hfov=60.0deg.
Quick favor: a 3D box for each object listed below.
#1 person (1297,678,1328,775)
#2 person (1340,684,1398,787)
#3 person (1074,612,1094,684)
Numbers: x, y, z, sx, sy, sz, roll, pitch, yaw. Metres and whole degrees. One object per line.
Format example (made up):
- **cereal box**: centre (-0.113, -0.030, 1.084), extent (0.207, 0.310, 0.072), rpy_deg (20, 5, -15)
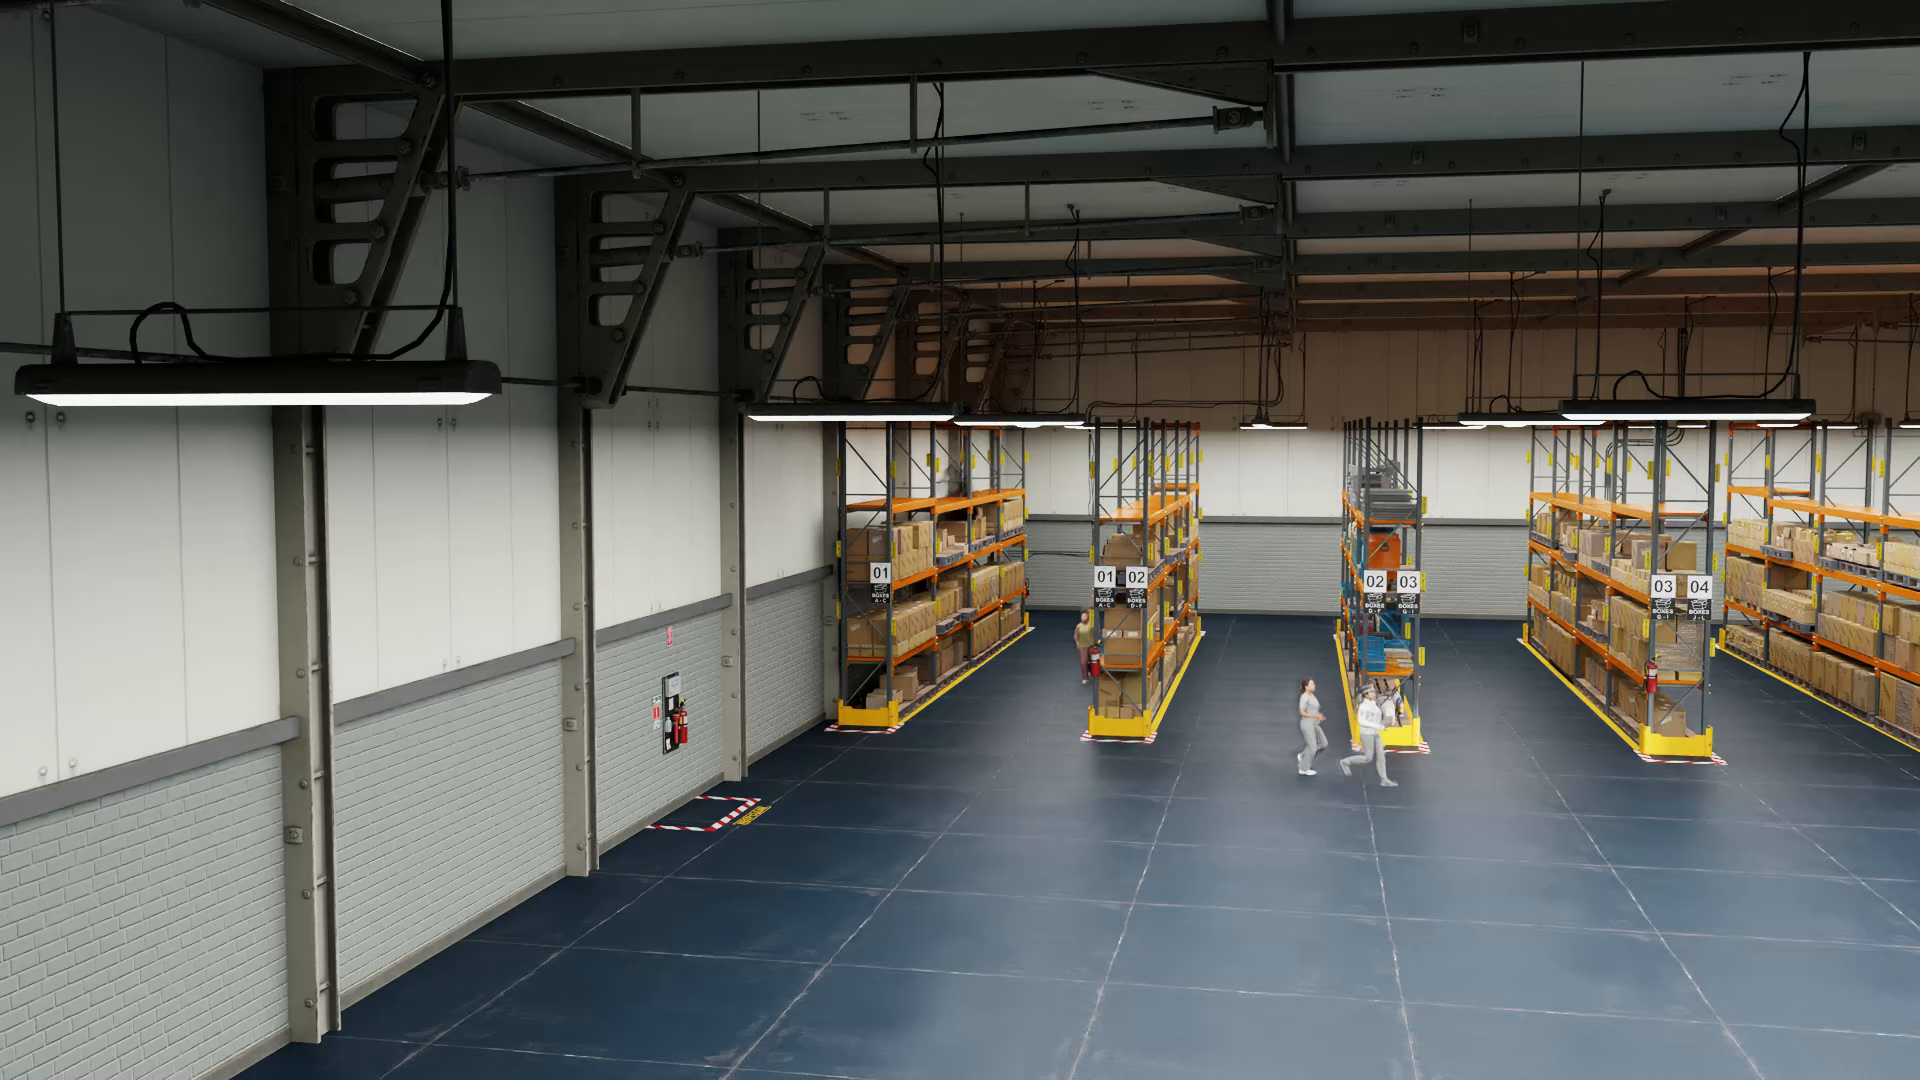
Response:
- **person**: centre (5.871, 3.103, 27.701), extent (0.554, 1.625, 0.557), rpy_deg (3, 5, 35)
- **person**: centre (6.642, 3.140, 26.887), extent (0.949, 1.652, 0.630), rpy_deg (3, 5, 36)
- **person**: centre (2.875, 2.452, 37.961), extent (0.580, 1.636, 0.547), rpy_deg (1, 4, 13)
